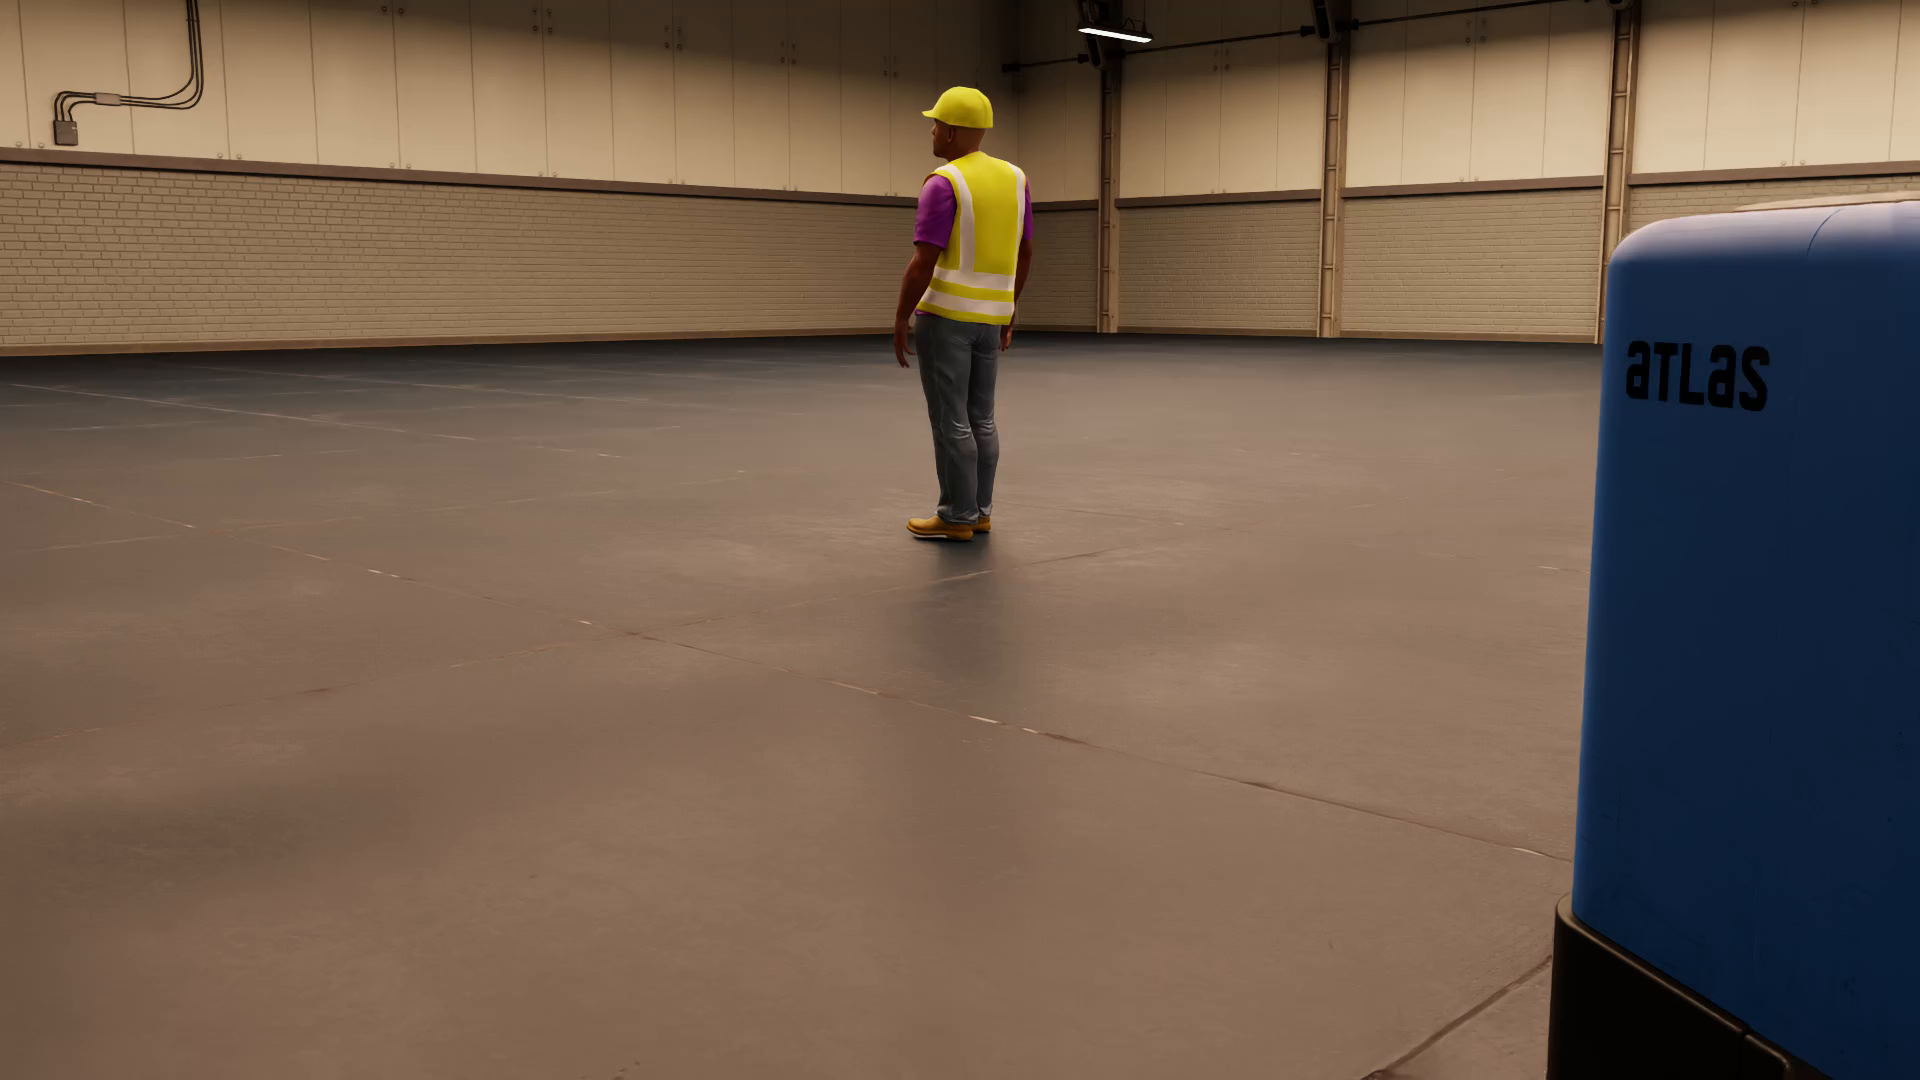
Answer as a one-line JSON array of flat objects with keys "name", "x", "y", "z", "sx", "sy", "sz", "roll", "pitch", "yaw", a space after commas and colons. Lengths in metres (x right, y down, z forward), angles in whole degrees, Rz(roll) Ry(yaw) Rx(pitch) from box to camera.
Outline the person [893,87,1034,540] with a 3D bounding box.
[{"name": "person", "x": -0.045, "y": -0.888, "z": 6.637, "sx": 0.577, "sy": 1.765, "sz": 0.665, "roll": 8, "pitch": 12, "yaw": 43}]
